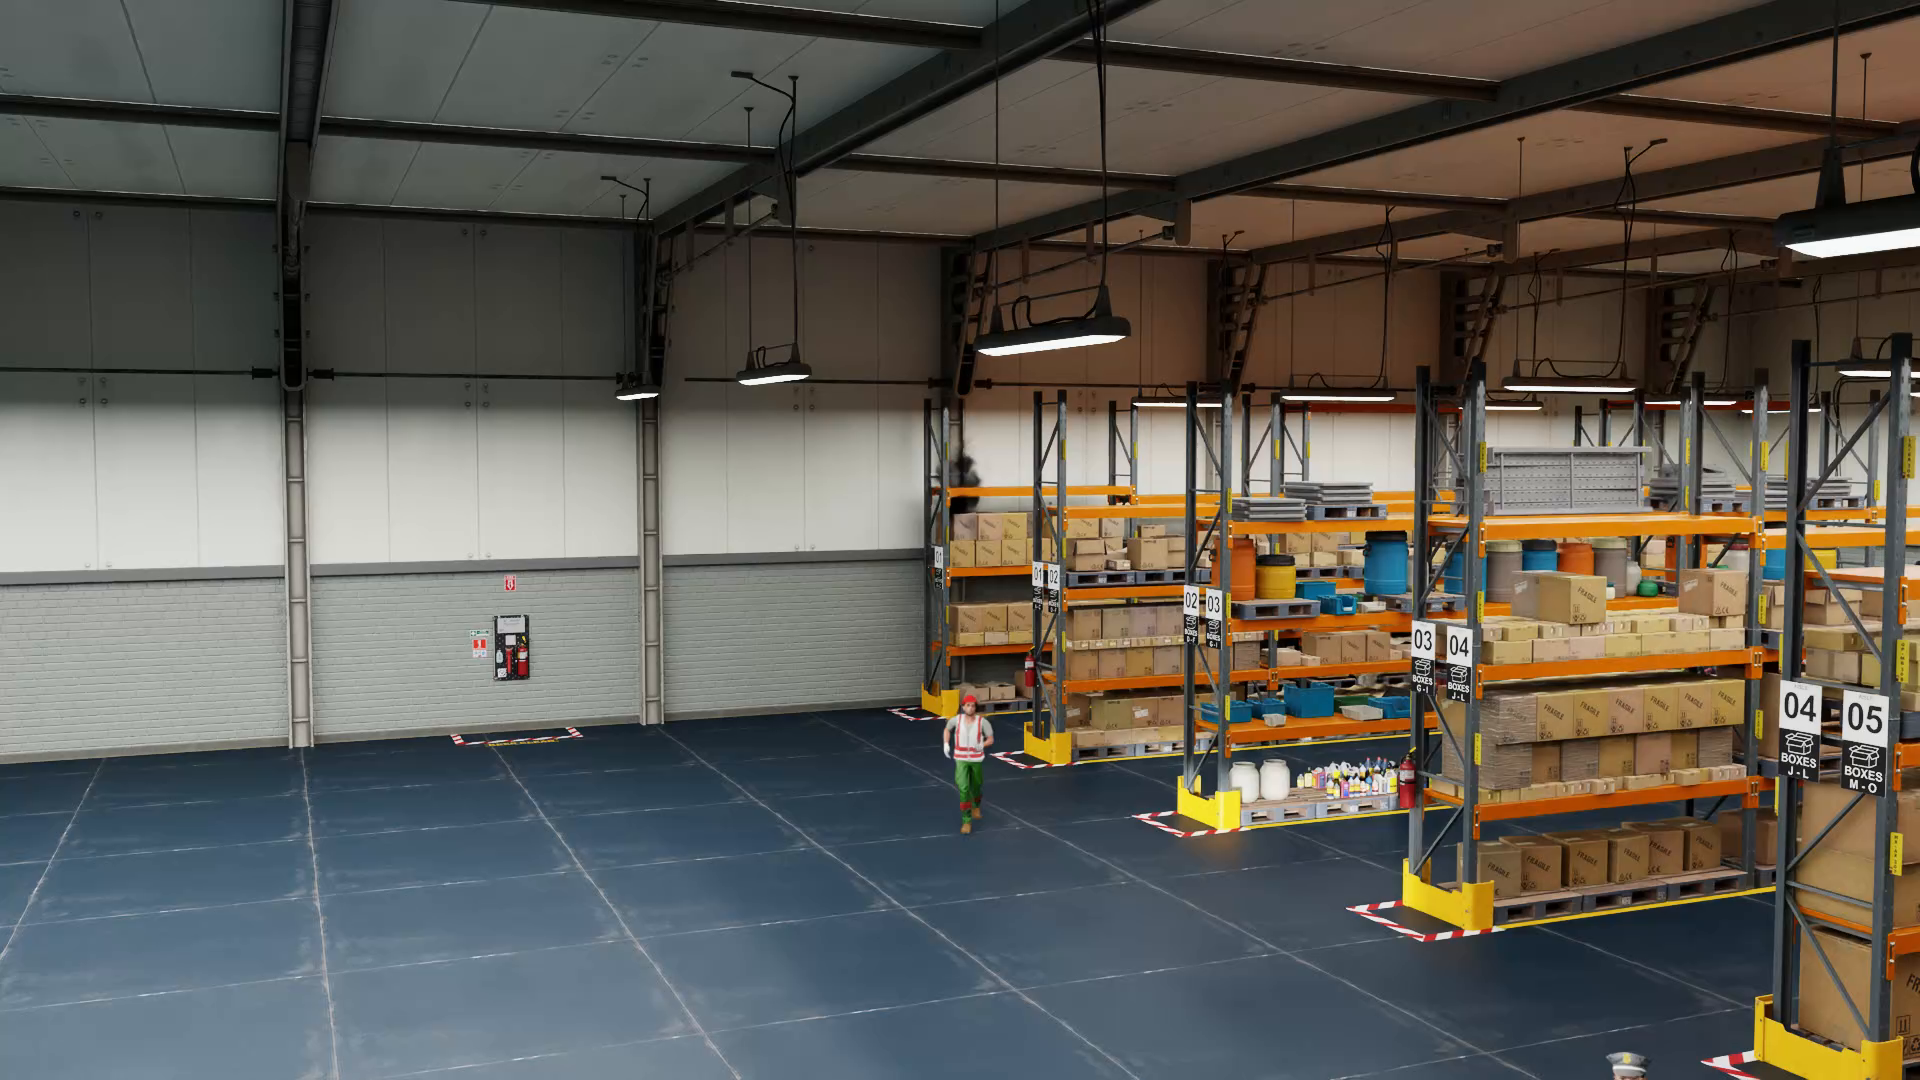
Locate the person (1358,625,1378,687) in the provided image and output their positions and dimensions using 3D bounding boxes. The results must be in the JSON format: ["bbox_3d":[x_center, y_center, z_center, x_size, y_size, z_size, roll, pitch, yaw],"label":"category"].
[{"bbox_3d":[7.849,2.435,31.586,0.722,1.768,0.650,-1,4,-16],"label":"person"}]

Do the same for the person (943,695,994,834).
[{"bbox_3d":[0.113,2.954,22.237,0.685,1.769,0.971,0,3,1],"label":"person"}]

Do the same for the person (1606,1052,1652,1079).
[{"bbox_3d":[3.866,3.764,9.612,0.592,1.721,0.761,2,4,30],"label":"person"}]
